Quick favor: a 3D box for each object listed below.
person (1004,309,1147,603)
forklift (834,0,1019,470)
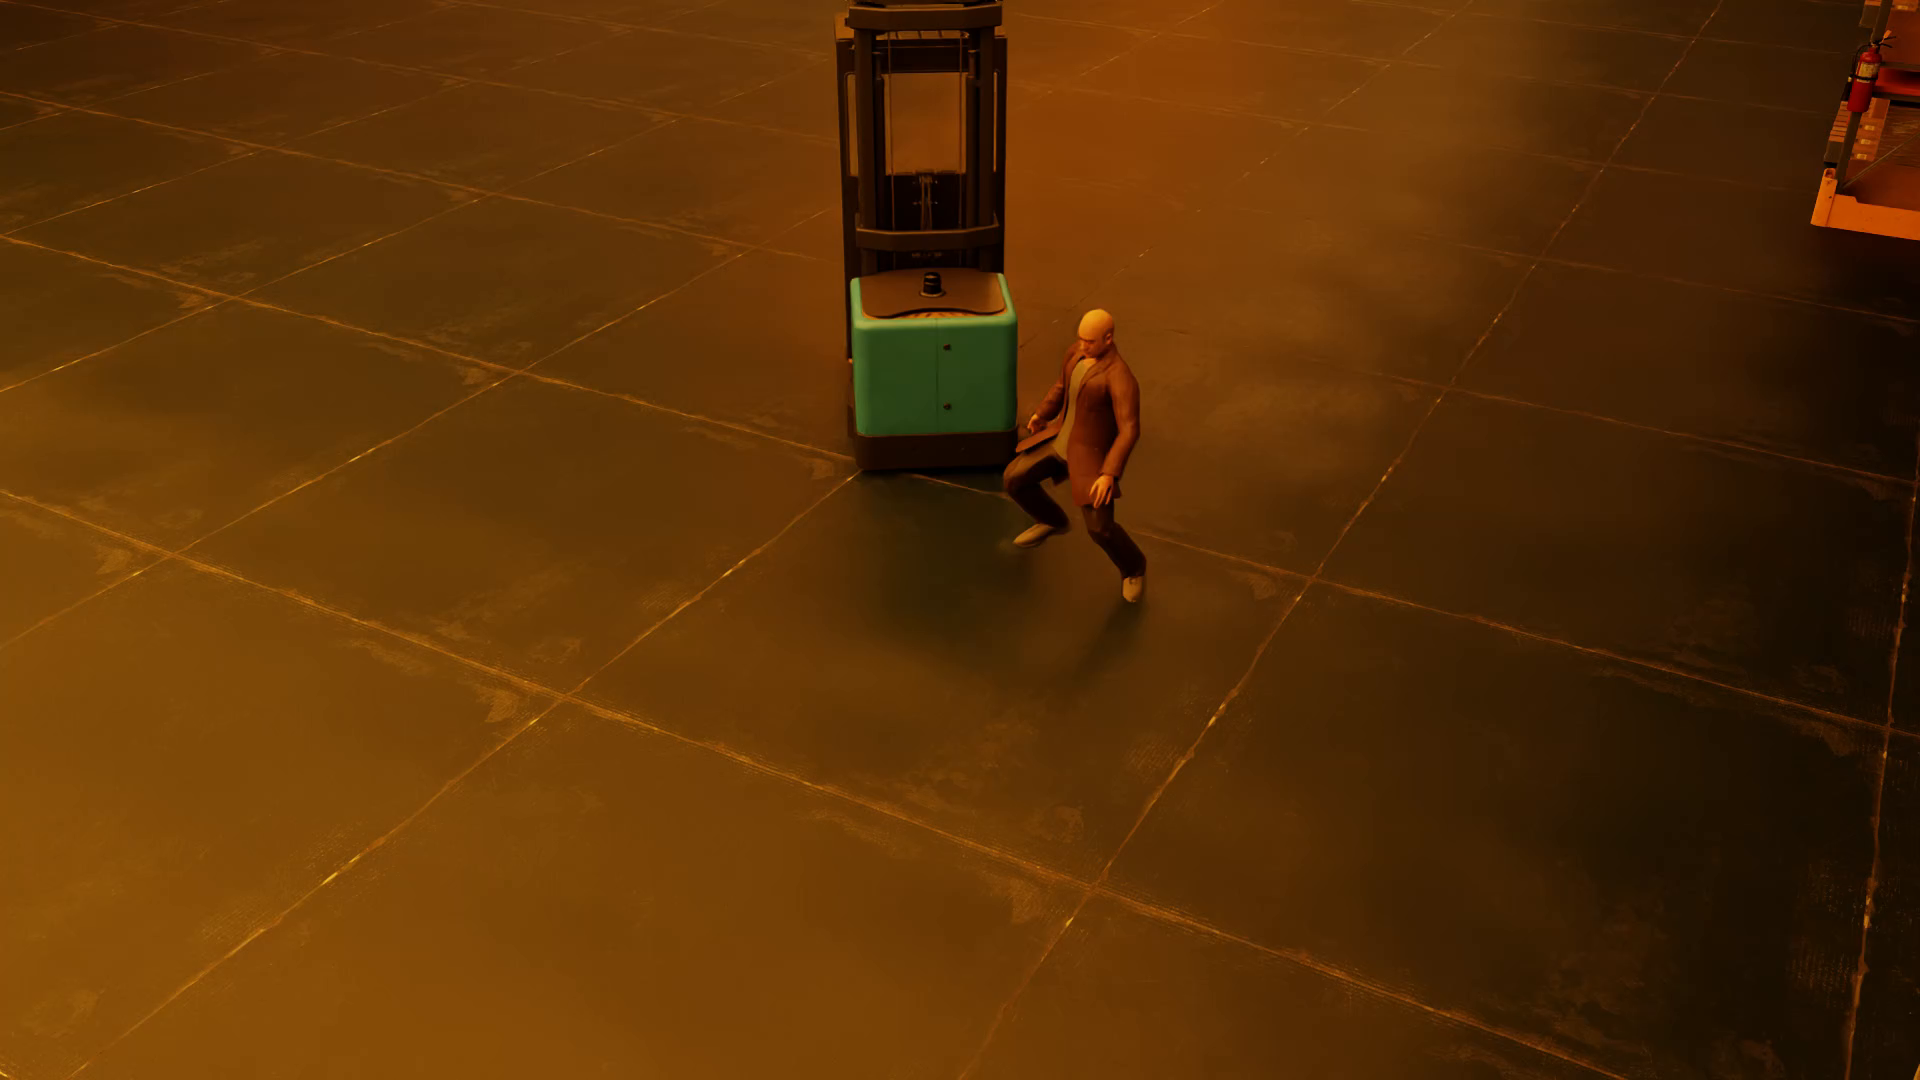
[{"bbox_3d":[0.692,-0.497,9.288,0.671,1.619,0.990,-15,33,-24],"label":"person"},{"bbox_3d":[-0.265,-2.426,11.274,1.130,2.935,3.031,-2,30,-4],"label":"forklift"}]
